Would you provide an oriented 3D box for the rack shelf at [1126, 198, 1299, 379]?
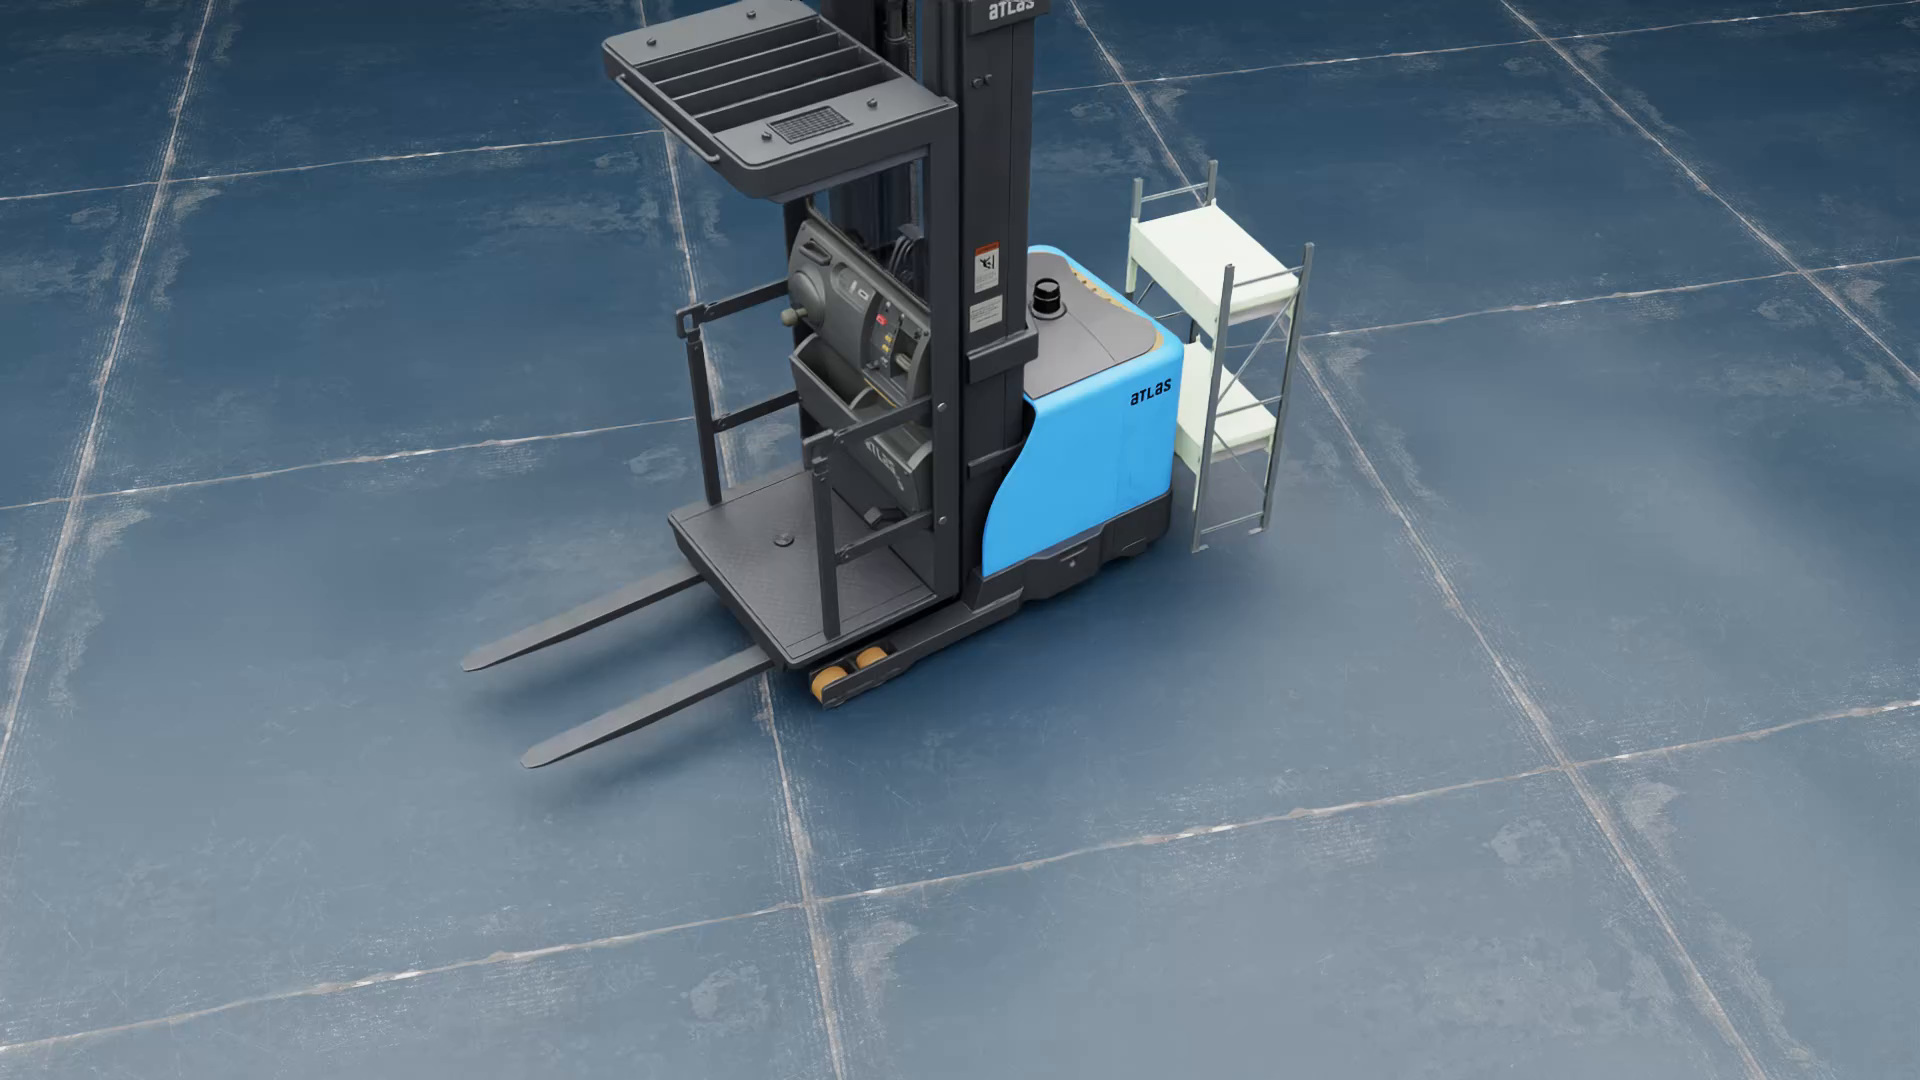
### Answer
[{"bbox_3d":[1.067,-1.073,7.023,0.431,0.370,0.720,-17,44,-18],"label":"rack shelf"}]

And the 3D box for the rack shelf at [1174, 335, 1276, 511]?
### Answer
[{"bbox_3d":[1.066,-0.537,7.498,0.431,0.370,0.720,-17,44,-18],"label":"rack shelf"}]

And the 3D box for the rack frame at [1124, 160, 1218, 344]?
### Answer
[{"bbox_3d":[0.914,-1.002,7.531,0.400,1.500,0.023,-17,44,-18],"label":"rack frame"}]

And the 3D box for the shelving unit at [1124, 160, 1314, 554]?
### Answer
[{"bbox_3d":[1.067,-0.781,7.282,0.431,1.500,0.755,-17,44,-18],"label":"shelving unit"}]

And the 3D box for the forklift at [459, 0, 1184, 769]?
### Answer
[{"bbox_3d":[-0.563,-0.820,6.248,3.031,2.935,1.130,-24,47,-25],"label":"forklift"}]

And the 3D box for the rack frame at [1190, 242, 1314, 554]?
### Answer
[{"bbox_3d":[1.219,-0.560,7.033,0.400,1.500,0.023,-17,44,-18],"label":"rack frame"}]
